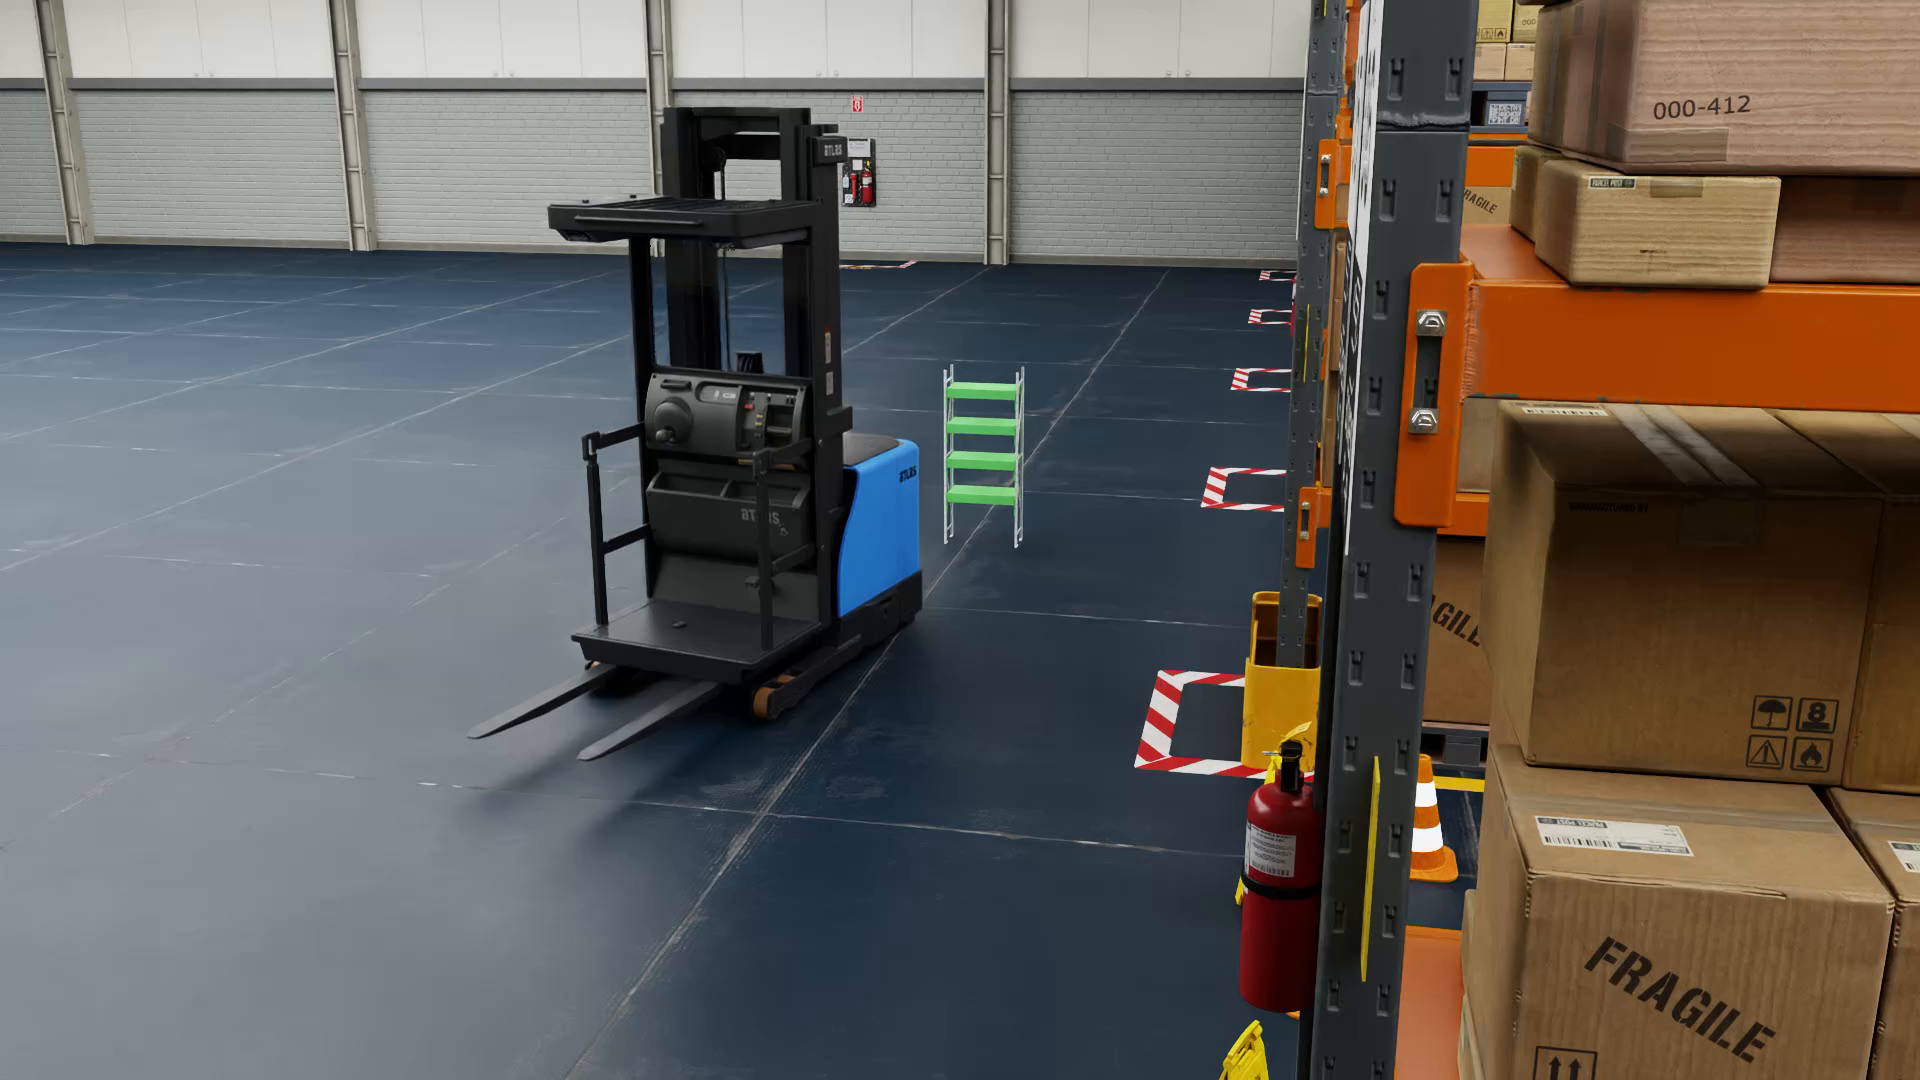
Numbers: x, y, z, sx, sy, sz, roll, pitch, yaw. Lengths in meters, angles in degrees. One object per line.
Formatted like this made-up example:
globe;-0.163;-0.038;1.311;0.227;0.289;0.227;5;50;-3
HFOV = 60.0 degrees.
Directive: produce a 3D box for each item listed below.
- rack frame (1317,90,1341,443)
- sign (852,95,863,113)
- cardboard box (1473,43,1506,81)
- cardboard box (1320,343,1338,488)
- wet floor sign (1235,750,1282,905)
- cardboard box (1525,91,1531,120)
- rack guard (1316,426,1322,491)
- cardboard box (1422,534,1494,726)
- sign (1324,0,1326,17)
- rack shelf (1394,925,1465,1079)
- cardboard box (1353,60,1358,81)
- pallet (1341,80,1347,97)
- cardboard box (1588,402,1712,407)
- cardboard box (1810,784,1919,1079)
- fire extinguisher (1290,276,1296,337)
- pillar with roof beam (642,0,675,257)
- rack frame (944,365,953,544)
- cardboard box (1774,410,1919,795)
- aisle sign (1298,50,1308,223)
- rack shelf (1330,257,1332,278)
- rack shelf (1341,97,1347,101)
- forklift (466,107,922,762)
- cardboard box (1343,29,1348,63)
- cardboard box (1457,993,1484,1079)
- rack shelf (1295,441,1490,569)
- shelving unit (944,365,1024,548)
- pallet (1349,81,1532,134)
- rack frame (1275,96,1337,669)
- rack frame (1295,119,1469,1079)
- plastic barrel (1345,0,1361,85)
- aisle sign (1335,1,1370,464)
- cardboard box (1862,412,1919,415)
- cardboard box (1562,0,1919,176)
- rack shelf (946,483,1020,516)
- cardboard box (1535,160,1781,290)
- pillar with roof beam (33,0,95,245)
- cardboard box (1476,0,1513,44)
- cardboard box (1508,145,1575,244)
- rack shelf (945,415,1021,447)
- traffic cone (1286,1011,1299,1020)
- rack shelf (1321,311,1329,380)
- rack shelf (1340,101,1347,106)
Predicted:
rack frame;2.694;-1.827;12.468;0.127;3.000;1.000;3;16;11
sign;-1.768;-7.507;28.633;0.199;0.298;0.001;3;16;11
cardboard box;2.129;-1.994;6.950;0.250;0.149;0.380;3;16;12
cardboard box;1.980;-0.599;7.755;0.550;0.550;0.875;3;16;11
wet floor sign;1.184;1.116;6.253;0.232;0.644;0.267;0;15;1
cardboard box;4.106;-3.054;11.559;0.500;0.250;0.500;3;16;11
rack guard;2.769;-0.618;12.787;0.348;0.500;1.175;3;16;11
cardboard box;2.285;0.306;7.963;0.875;0.875;0.875;3;16;11
sign;1.490;-2.295;6.753;0.005;0.325;0.100;3;16;11
rack shelf;2.679;1.219;2.821;4.000;0.370;1.077;3;16;11
cardboard box;2.918;-3.317;11.763;0.250;0.149;0.380;3;16;11
pallet;5.360;-5.777;21.274;1.213;0.211;1.003;3;16;11
cardboard box;3.047;-0.513;7.444;0.550;0.550;0.875;3;16;11
cardboard box;1.637;0.699;2.607;0.500;0.500;0.500;4;16;13
fire extinguisher;2.674;-1.916;12.935;0.183;0.674;0.296;3;16;11
pillar with roof beam;-6.103;-8.307;24.622;0.400;9.000;9.100;3;16;11
rack frame;-0.077;-0.582;11.347;0.015;1.200;0.240;3;16;11
cardboard box;1.758;0.091;2.926;0.500;0.500;0.700;3;16;12
aisle sign;1.597;-1.870;7.753;0.004;0.787;0.394;3;16;11
rack shelf;5.641;-2.669;16.857;4.000;0.370;1.077;3;16;11
rack shelf;7.616;-6.707;25.813;4.000;0.370;1.077;3;16;11
forklift;-1.291;-0.646;8.335;1.130;2.935;3.031;7;17;23
cardboard box;5.985;-7.615;25.648;0.500;0.500;0.500;2;16;7
cardboard box;1.011;0.959;2.882;0.250;0.149;0.380;3;16;11
rack shelf;3.567;-0.082;7.515;4.000;0.370;1.077;3;16;11
shelving unit;0.162;-0.569;11.300;0.503;1.200;0.258;3;16;11
pallet;2.336;-1.901;7.282;1.213;0.211;1.003;3;16;11
rack frame;1.607;-0.535;7.803;0.127;3.000;1.000;3;16;11
rack frame;0.720;0.766;3.109;0.127;3.000;1.000;3;16;11
plastic barrel;4.183;-4.985;16.658;0.708;0.830;0.600;3;16;11
aisle sign;0.717;-0.566;3.048;0.004;0.787;0.394;3;16;11
cardboard box;4.114;-0.494;7.374;0.550;0.550;0.875;3;16;11
cardboard box;1.159;-0.655;2.341;0.500;0.250;0.500;3;16;10
rack shelf;0.162;-0.277;11.381;0.480;0.148;0.258;3;16;11
cardboard box;0.980;-0.456;2.372;0.250;0.149;0.380;3;16;11
pillar with roof beam;-17.863;-8.945;26.927;0.400;9.000;9.100;3;16;11
cardboard box;2.029;-2.209;6.979;0.500;0.250;0.500;3;16;11
cardboard box;1.125;-0.613;2.938;0.250;0.149;0.380;3;16;11
rack shelf;0.162;-0.739;11.253;0.480;0.148;0.258;3;16;11
traffic cone;1.286;1.365;5.697;0.334;0.463;0.336;3;16;11
rack shelf;4.654;-1.374;12.180;4.000;0.370;1.077;3;16;11
rack shelf;6.632;-5.411;21.134;4.000;0.370;1.077;3;16;11
